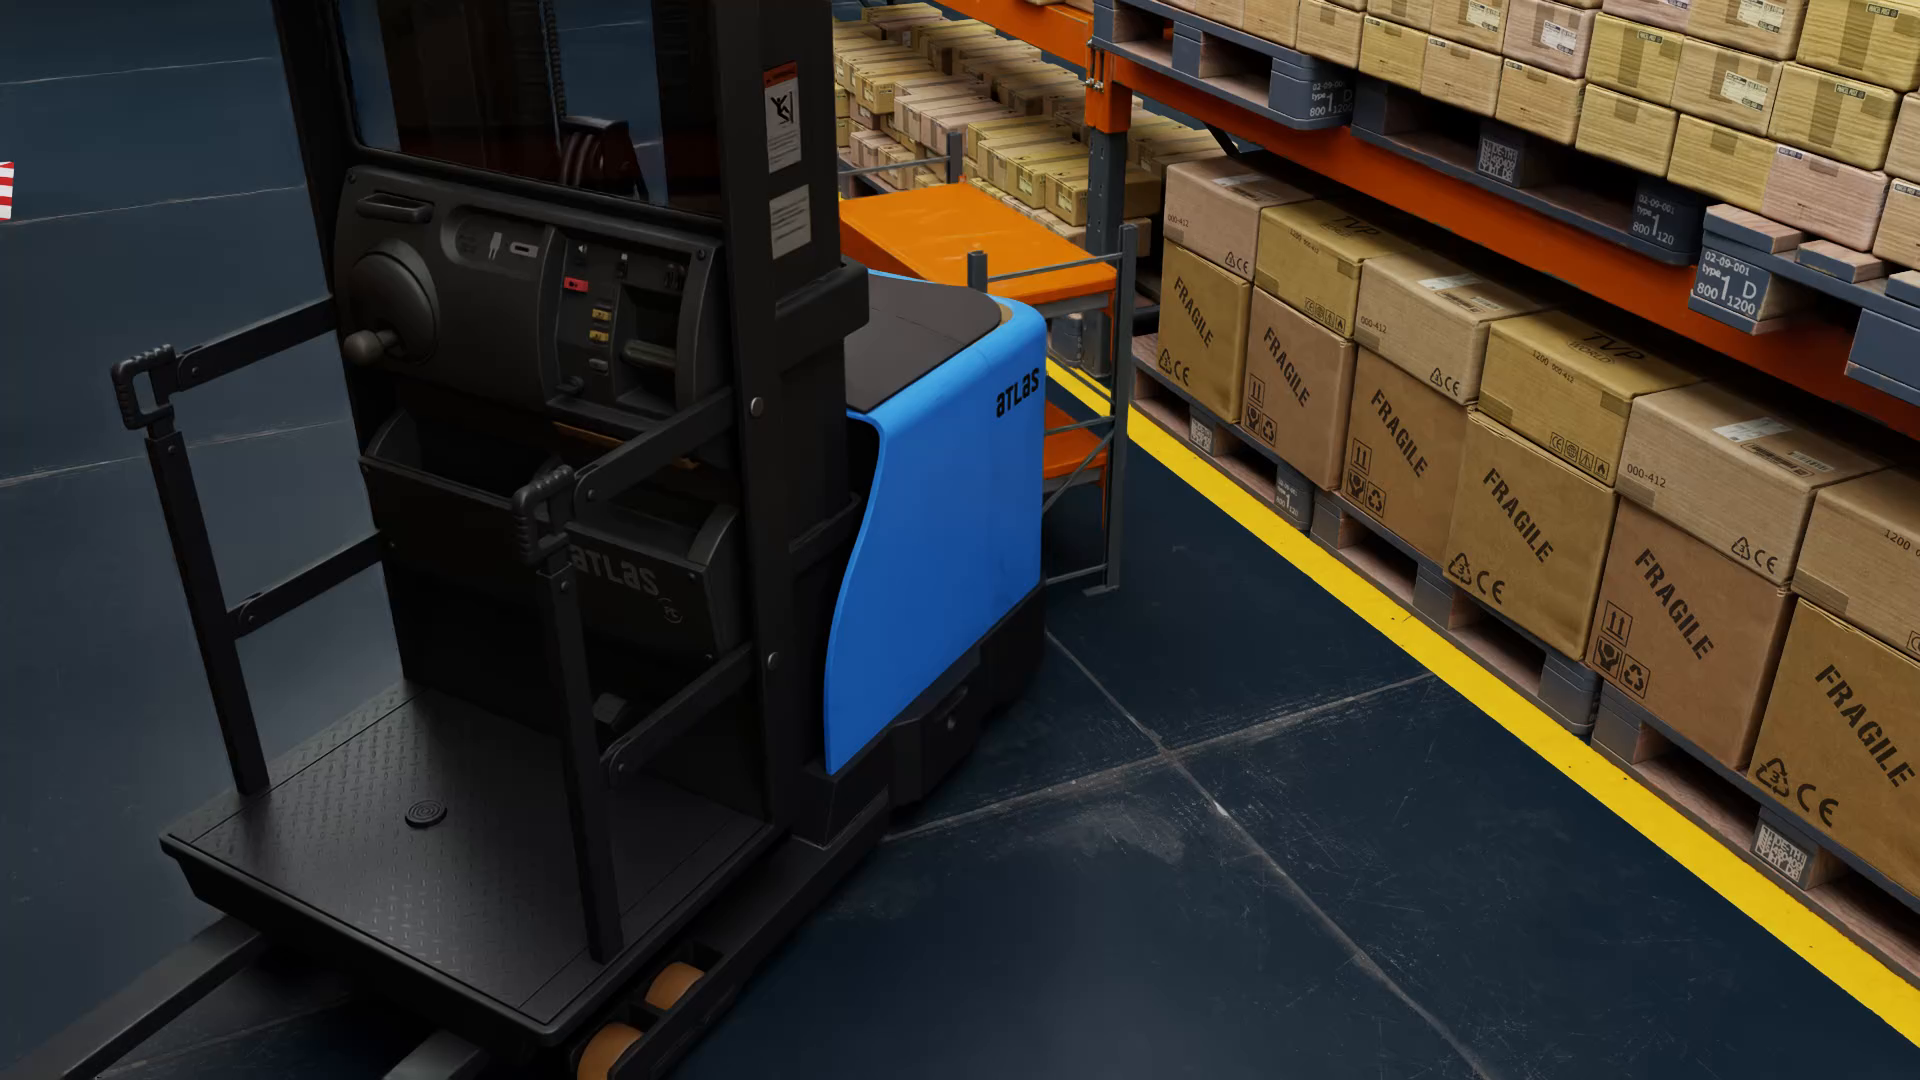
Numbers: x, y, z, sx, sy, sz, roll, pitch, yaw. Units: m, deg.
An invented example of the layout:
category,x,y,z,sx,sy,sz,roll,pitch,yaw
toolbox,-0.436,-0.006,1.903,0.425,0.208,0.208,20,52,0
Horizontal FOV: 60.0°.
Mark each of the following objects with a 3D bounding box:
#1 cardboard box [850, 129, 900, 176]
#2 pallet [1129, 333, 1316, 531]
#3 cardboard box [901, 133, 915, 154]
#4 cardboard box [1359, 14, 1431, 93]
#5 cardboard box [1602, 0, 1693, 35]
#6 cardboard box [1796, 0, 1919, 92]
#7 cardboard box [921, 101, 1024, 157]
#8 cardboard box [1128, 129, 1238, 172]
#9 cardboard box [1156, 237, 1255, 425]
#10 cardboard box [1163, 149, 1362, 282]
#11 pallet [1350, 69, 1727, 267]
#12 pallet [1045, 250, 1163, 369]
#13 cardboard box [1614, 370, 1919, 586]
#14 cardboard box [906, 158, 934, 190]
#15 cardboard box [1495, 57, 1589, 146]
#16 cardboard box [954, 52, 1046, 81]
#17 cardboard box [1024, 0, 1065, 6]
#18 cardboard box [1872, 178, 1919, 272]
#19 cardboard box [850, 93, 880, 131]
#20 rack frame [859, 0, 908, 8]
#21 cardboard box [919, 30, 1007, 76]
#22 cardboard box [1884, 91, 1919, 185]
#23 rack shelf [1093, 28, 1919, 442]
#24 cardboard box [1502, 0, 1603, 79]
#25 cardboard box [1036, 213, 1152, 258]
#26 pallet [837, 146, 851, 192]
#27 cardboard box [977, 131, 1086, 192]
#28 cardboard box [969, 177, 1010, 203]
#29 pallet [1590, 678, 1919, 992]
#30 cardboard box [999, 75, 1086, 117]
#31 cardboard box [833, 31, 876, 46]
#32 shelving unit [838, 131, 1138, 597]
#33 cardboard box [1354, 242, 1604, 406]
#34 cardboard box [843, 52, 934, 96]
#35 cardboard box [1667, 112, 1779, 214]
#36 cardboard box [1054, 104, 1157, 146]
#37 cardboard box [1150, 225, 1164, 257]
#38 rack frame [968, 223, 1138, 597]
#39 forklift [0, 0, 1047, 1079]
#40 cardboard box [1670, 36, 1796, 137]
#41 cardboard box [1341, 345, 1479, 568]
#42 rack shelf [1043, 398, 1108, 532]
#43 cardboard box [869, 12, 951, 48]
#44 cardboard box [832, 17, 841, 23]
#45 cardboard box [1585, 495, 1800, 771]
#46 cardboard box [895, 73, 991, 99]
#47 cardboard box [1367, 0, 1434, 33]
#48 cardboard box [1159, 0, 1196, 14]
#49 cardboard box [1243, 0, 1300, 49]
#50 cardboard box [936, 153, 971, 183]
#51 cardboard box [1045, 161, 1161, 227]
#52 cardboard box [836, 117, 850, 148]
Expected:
category,x,y,z,sx,sy,sz,roll,pitch,yaw
cardboard box,-0.306,-1.890,8.038,0.380,0.149,0.250,-15,32,-24
pallet,1.277,-0.485,5.900,1.003,0.211,1.213,-13,32,-22
cardboard box,-0.058,-1.908,7.767,0.380,0.149,0.250,-12,31,-20
cardboard box,1.261,-1.272,4.280,0.380,0.149,0.250,-14,32,-23
cardboard box,1.600,-1.184,3.513,0.380,0.149,0.250,-13,32,-22
cardboard box,1.816,-0.959,3.112,0.380,0.149,0.250,-12,31,-20
cardboard box,0.054,-1.791,7.254,0.380,0.149,0.250,-15,32,-24
cardboard box,0.916,-1.574,6.867,0.380,0.149,0.250,-11,31,-20
cardboard box,1.019,-0.756,5.658,0.500,0.500,0.500,-12,31,-20
cardboard box,1.020,-1.083,5.475,0.500,0.250,0.500,-15,32,-24
pallet,1.772,-1.060,4.270,1.003,0.211,1.213,-13,32,-22
pallet,0.621,-1.118,7.028,1.003,0.211,1.213,-13,32,-22
cardboard box,1.902,-0.166,3.839,0.500,0.250,0.500,-13,32,-21
cardboard box,-0.030,-1.673,7.652,0.380,0.149,0.250,-12,32,-21
cardboard box,1.486,-1.041,3.867,0.380,0.149,0.250,-12,31,-20
cardboard box,0.195,-2.245,8.065,0.380,0.149,0.250,-14,32,-24
cardboard box,0.398,-2.104,6.191,0.380,0.149,0.250,-14,32,-23
cardboard box,1.927,-0.583,3.051,0.380,0.149,0.250,-13,32,-22
cardboard box,-0.319,-2.140,8.182,0.380,0.149,0.250,-15,32,-24
rack frame,-0.776,-3.812,8.981,1.000,3.000,0.127,-13,32,-22
cardboard box,0.016,-2.492,8.505,0.380,0.149,0.250,-14,32,-24
cardboard box,1.919,-0.722,2.994,0.380,0.149,0.250,-12,31,-20
rack shelf,1.800,-0.848,4.431,1.077,0.370,4.000,-13,32,-22
cardboard box,1.480,-1.174,3.799,0.380,0.149,0.250,-12,32,-21
cardboard box,0.519,-1.187,6.481,0.380,0.149,0.250,-12,32,-21
pallet,-0.426,-2.196,8.950,1.003,0.211,1.213,-13,32,-22
cardboard box,0.295,-1.560,6.842,0.380,0.149,0.250,-13,32,-22
cardboard box,0.261,-1.419,6.894,0.380,0.149,0.250,-14,32,-24
pallet,2.325,0.593,3.977,1.003,0.211,1.213,-13,32,-22
cardboard box,0.403,-2.019,7.660,0.380,0.149,0.250,-14,32,-24
cardboard box,-0.638,-2.474,8.472,0.380,0.149,0.250,-13,32,-22
shelving unit,0.014,-0.518,5.023,0.538,1.125,1.048,-14,32,-24
cardboard box,1.466,-0.622,4.653,0.500,0.250,0.500,-12,31,-20
cardboard box,-0.346,-2.257,8.086,0.380,0.149,0.250,-12,31,-20
cardboard box,1.712,-0.808,3.451,0.380,0.149,0.250,-14,32,-23
cardboard box,0.630,-1.786,7.245,0.380,0.149,0.250,-14,32,-23
cardboard box,0.961,-1.331,7.042,0.380,0.149,0.250,-12,31,-21
rack frame,0.248,-0.297,4.630,0.500,1.125,0.032,-14,32,-24
forklift,-0.954,-0.421,3.004,1.130,2.935,3.031,16,33,26
cardboard box,1.697,-0.948,3.397,0.380,0.149,0.250,-13,32,-22
cardboard box,1.485,-0.294,4.834,0.500,0.500,0.500,-13,32,-21
rack shelf,0.014,-0.304,5.143,0.538,0.278,1.000,-14,32,-24
cardboard box,-0.264,-2.708,8.889,0.380,0.149,0.250,-12,32,-21
cardboard box,-0.858,-2.709,8.890,0.380,0.149,0.250,-15,32,-24
cardboard box,1.921,0.163,4.019,0.500,0.500,0.500,-12,31,-20
cardboard box,-0.080,-2.040,7.699,0.380,0.149,0.250,-13,32,-22
cardboard box,1.263,-1.399,4.202,0.380,0.149,0.250,-14,32,-23
cardboard box,0.820,-1.727,5.090,0.380,0.149,0.250,-13,32,-21
cardboard box,1.030,-1.505,4.694,0.380,0.149,0.250,-13,32,-21
cardboard box,0.115,-1.658,7.322,0.380,0.149,0.250,-12,32,-21
cardboard box,0.554,-1.347,6.462,0.380,0.149,0.250,-12,31,-21
cardboard box,-0.530,-2.111,8.432,0.380,0.149,0.250,-13,32,-21
